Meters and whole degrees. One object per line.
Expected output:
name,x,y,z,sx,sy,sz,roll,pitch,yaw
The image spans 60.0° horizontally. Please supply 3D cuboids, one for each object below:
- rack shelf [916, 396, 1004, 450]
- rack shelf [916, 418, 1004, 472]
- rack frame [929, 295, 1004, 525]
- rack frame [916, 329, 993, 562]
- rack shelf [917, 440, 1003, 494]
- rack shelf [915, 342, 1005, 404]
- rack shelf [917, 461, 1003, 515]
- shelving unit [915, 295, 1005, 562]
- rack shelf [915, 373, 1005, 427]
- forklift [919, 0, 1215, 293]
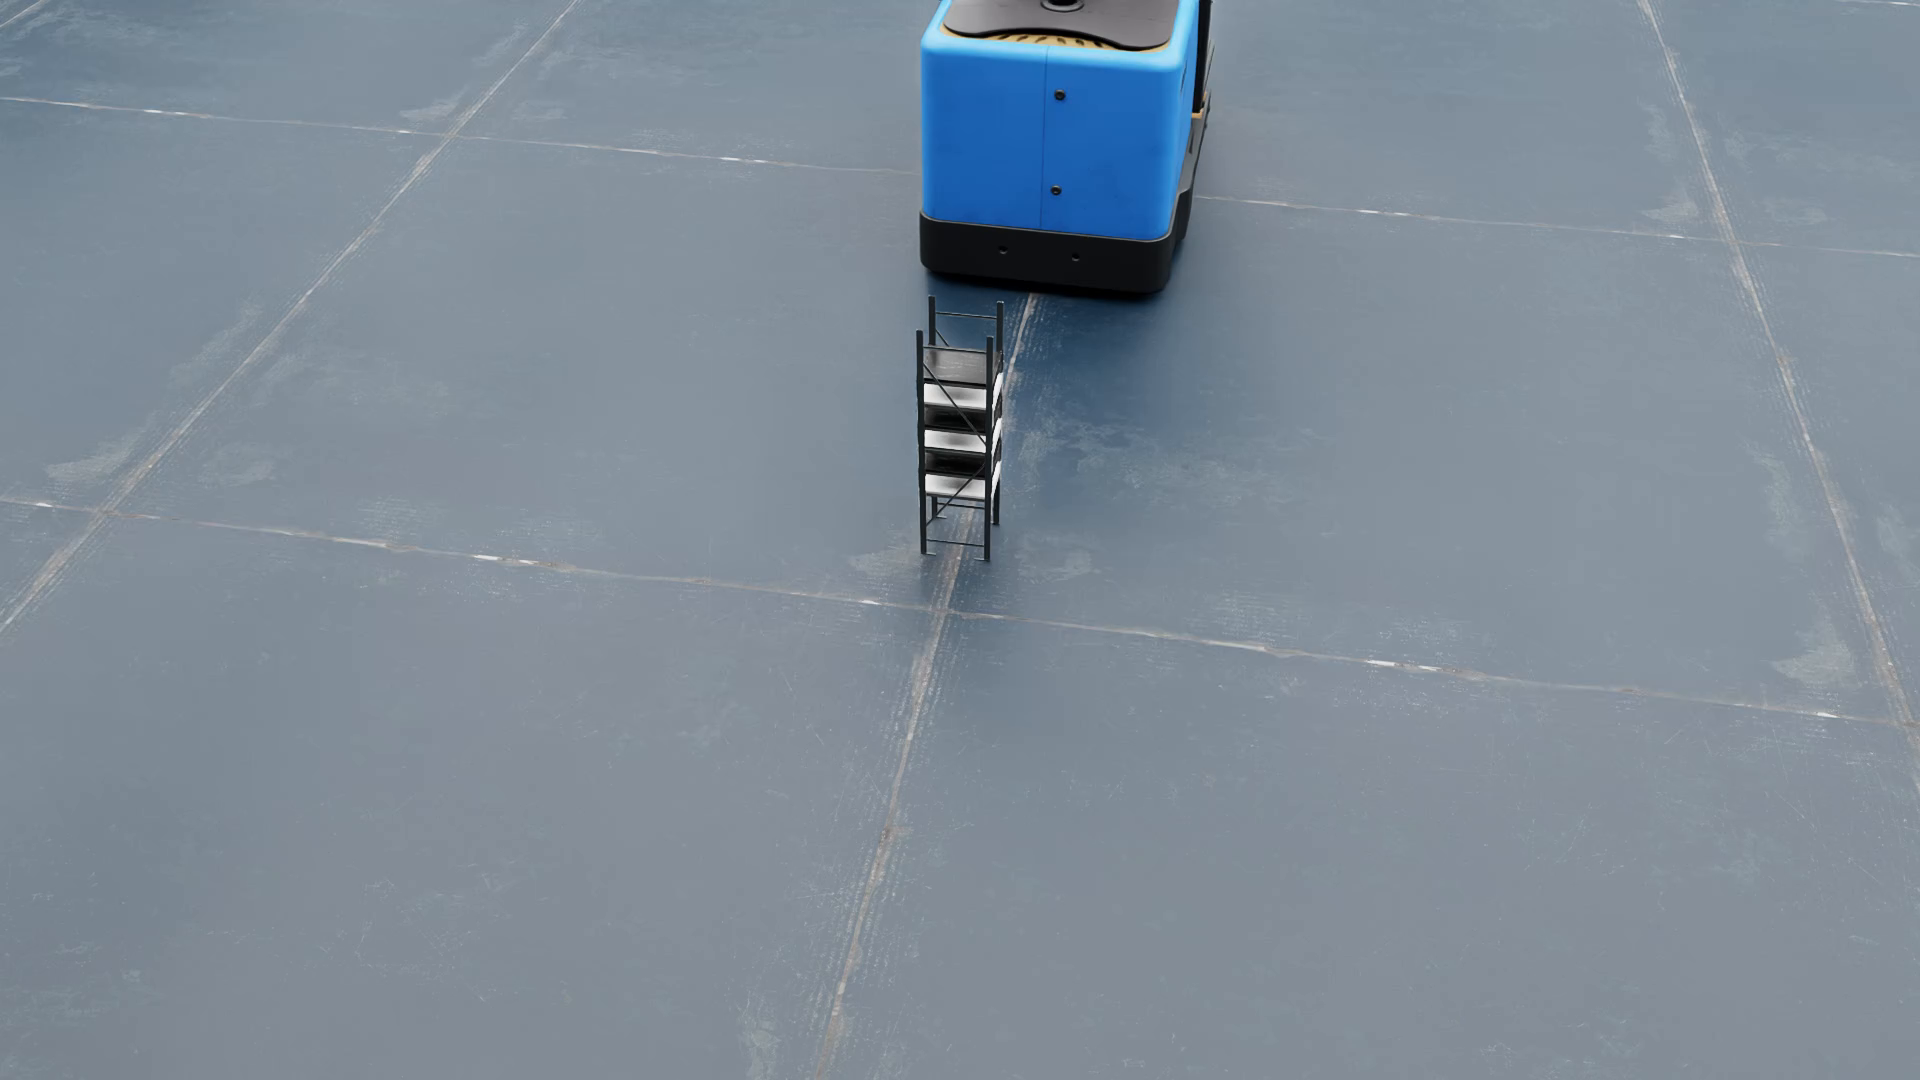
rack shelf,0.001,-0.396,5.433,0.258,0.077,0.200,6,40,8
rack shelf,0.001,-0.326,5.491,0.258,0.077,0.200,6,40,8
rack frame,0.019,-0.416,5.547,0.240,0.900,0.006,6,40,8
rack frame,-0.016,-0.288,5.392,0.240,0.900,0.006,6,40,8
rack shelf,0.001,-0.257,5.548,0.258,0.077,0.200,6,40,8
rack shelf,0.001,-0.534,5.319,0.258,0.077,0.200,6,40,8
rack shelf,0.001,-0.187,5.605,0.258,0.077,0.200,6,40,8
shelving unit,0.001,-0.352,5.469,0.258,0.900,0.210,6,40,8
rack shelf,0.001,-0.465,5.376,0.258,0.077,0.200,6,40,8
forklift,0.629,-3.095,7.193,1.130,2.935,3.031,7,40,9
